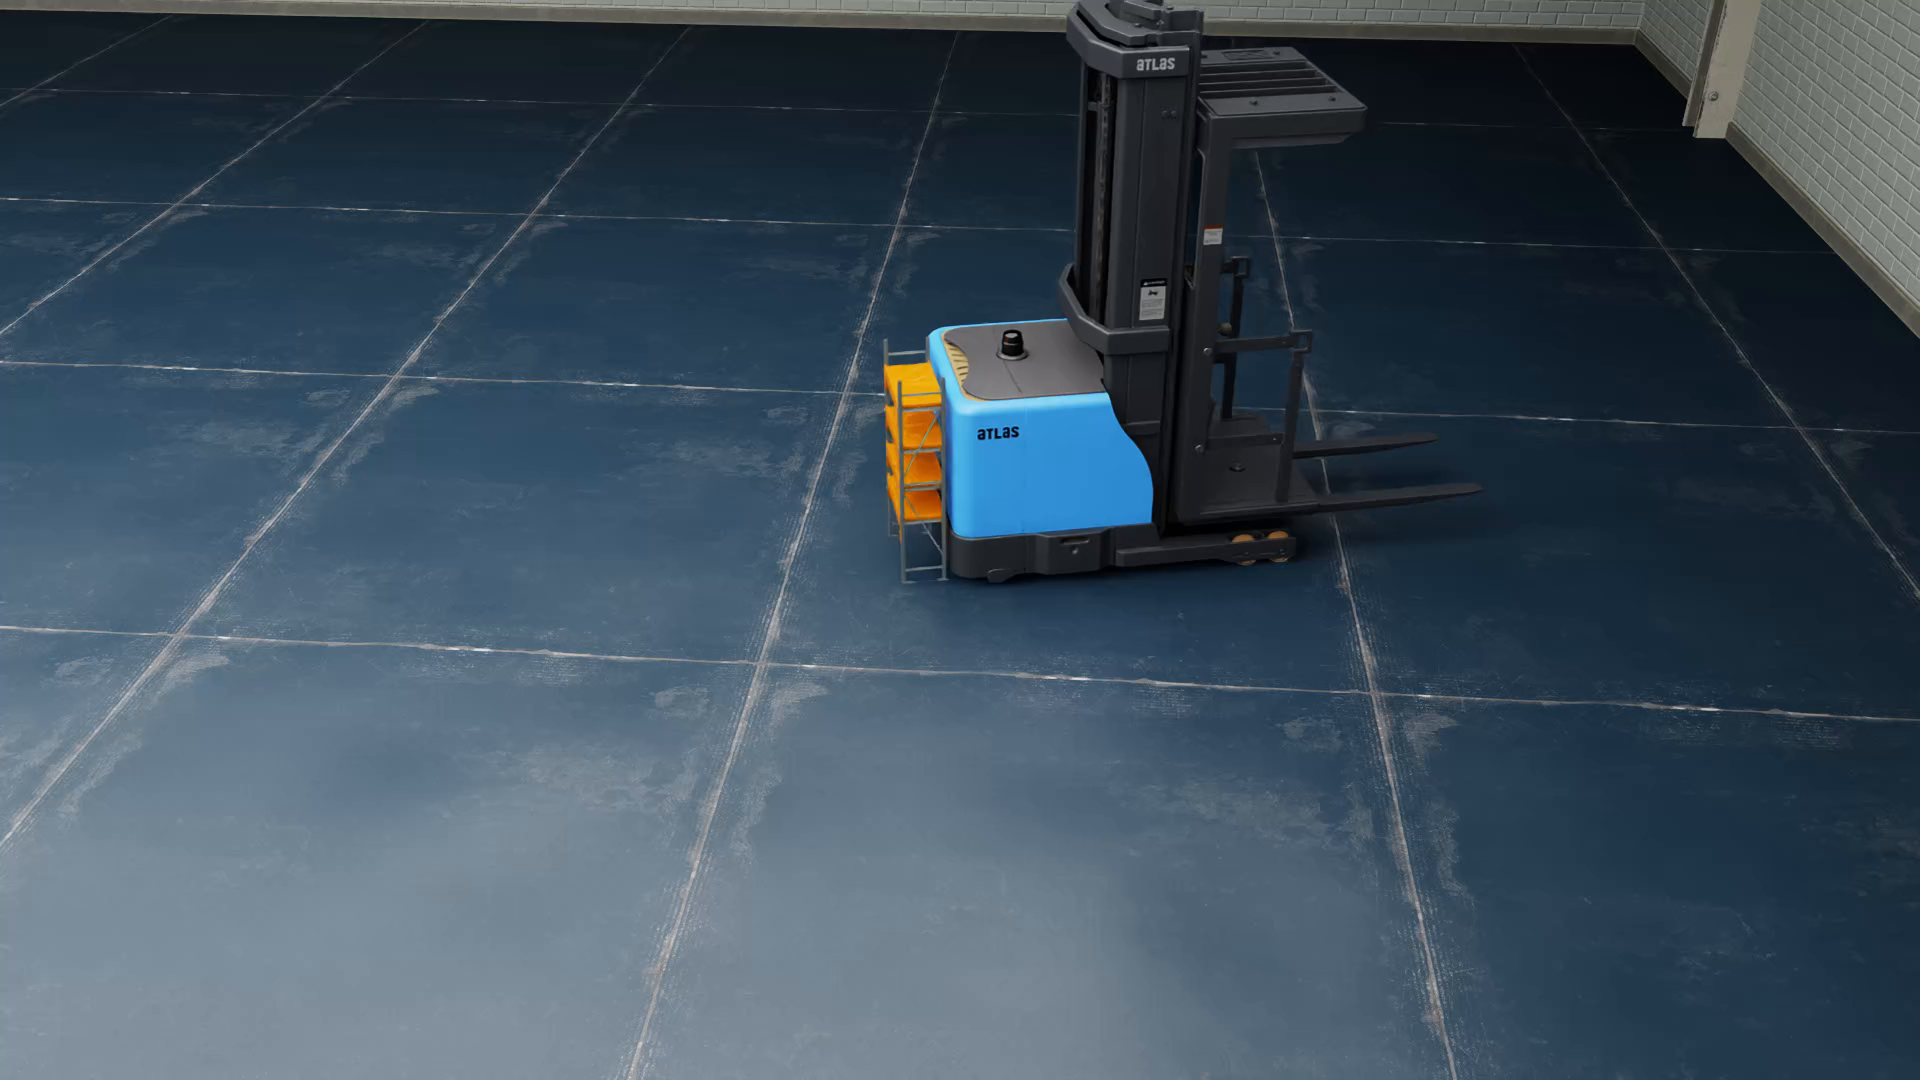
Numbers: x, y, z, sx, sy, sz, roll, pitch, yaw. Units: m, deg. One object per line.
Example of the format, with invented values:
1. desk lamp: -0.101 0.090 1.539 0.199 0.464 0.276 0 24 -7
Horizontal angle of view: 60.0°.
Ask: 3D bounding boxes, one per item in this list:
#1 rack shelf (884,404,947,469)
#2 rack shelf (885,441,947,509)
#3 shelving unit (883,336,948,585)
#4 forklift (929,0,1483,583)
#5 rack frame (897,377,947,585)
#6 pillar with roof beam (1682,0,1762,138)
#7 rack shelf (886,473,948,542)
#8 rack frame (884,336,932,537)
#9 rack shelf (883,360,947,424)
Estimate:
1. rack shelf: -0.234 -0.547 8.697 0.258 0.148 0.480 -5 32 -9
2. rack shelf: -0.234 -0.357 8.814 0.258 0.148 0.480 -5 32 -9
3. shelving unit: -0.234 -0.414 8.779 0.258 1.200 0.503 -5 32 -9
4. forklift: 1.375 -1.379 8.694 3.031 2.935 1.130 -5 32 -8
5. rack frame: -0.191 -0.288 8.574 0.240 1.200 0.015 -5 32 -9
6. pillar with roof beam: 2.607 -7.800 13.330 9.100 9.000 0.400 2 32 4
7. rack shelf: -0.234 -0.188 8.918 0.258 0.148 0.480 -5 32 -9
8. rack frame: -0.277 -0.540 8.983 0.240 1.200 0.015 -5 32 -9
9. rack shelf: -0.234 -0.749 8.572 0.258 0.148 0.480 -5 32 -9
